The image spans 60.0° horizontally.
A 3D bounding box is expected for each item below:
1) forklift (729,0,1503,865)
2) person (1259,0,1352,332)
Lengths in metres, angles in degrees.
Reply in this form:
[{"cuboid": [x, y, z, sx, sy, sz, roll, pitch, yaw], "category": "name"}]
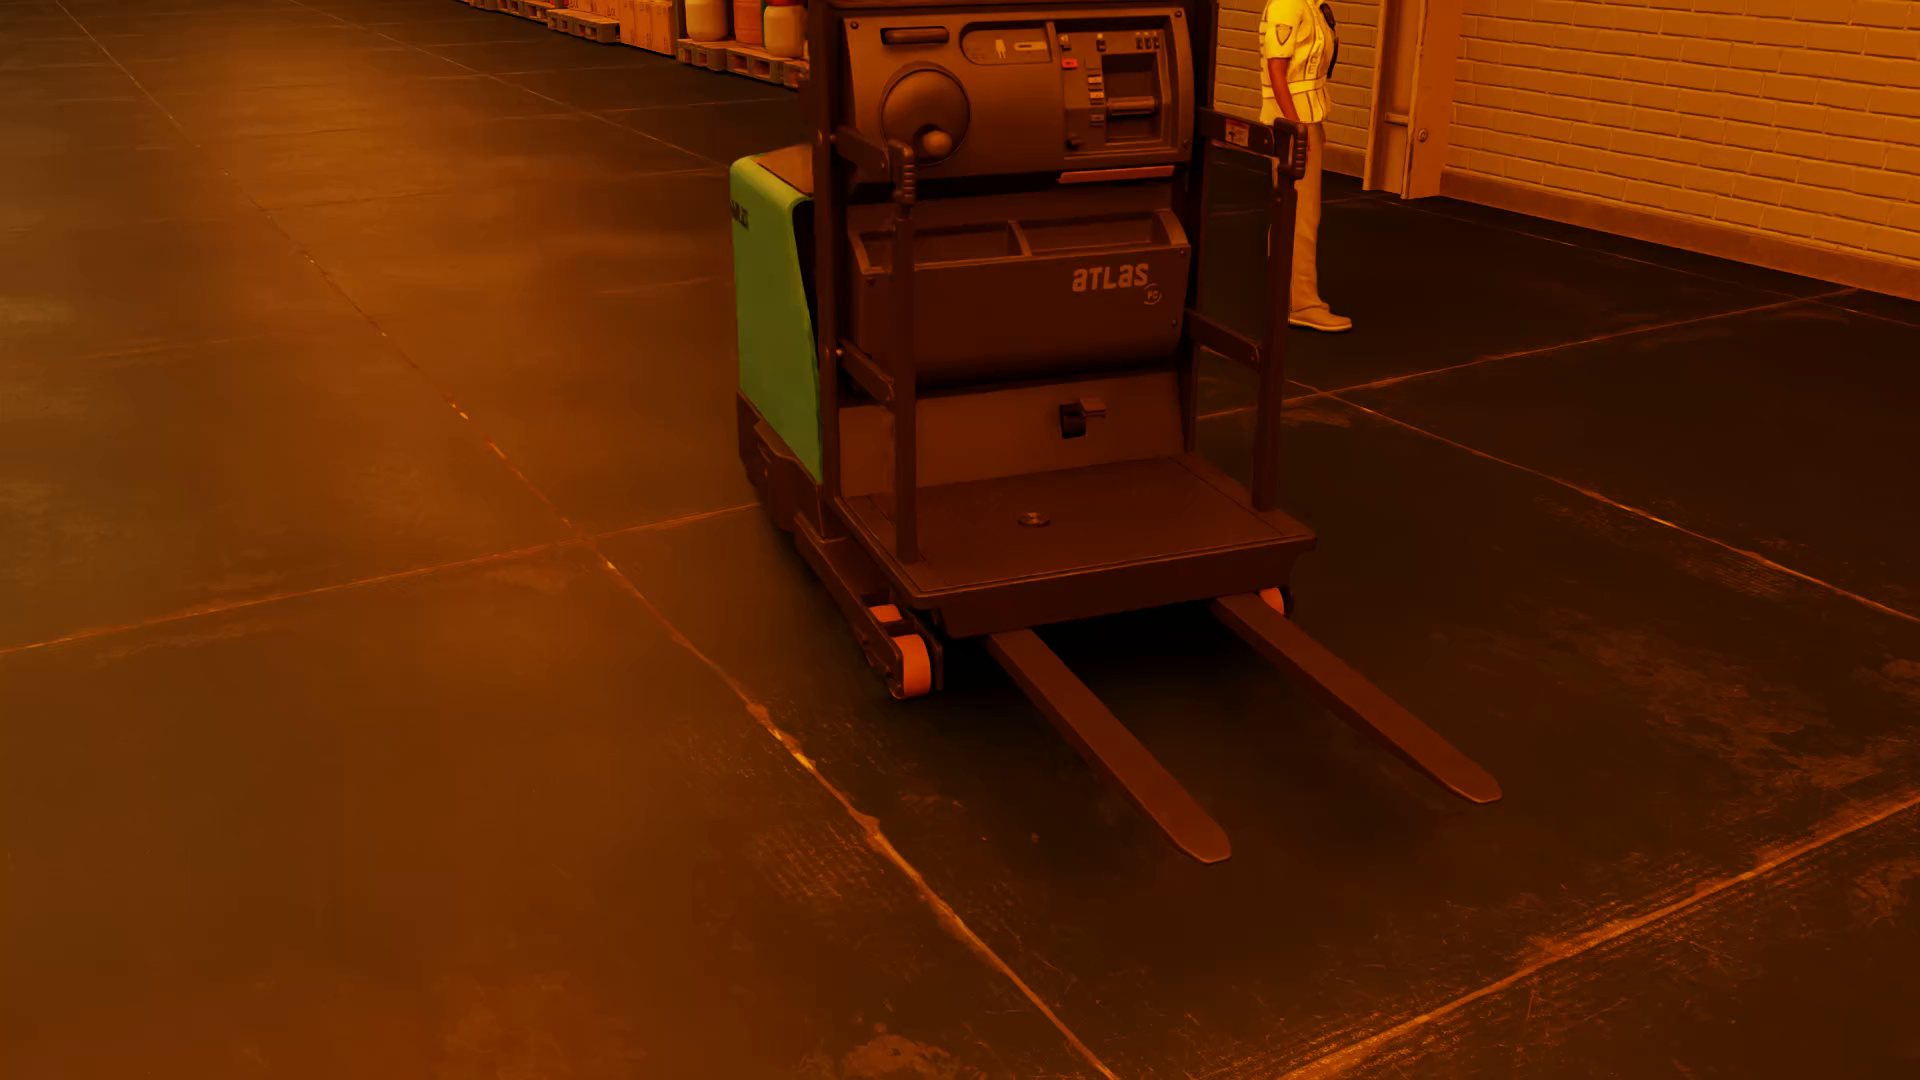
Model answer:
[{"cuboid": [0.240, -1.133, 4.034, 1.130, 2.935, 3.031, -8, 24, -19], "category": "forklift"}, {"cuboid": [1.559, -1.816, 7.323, 0.525, 1.697, 0.564, 7, 23, 17], "category": "person"}]
